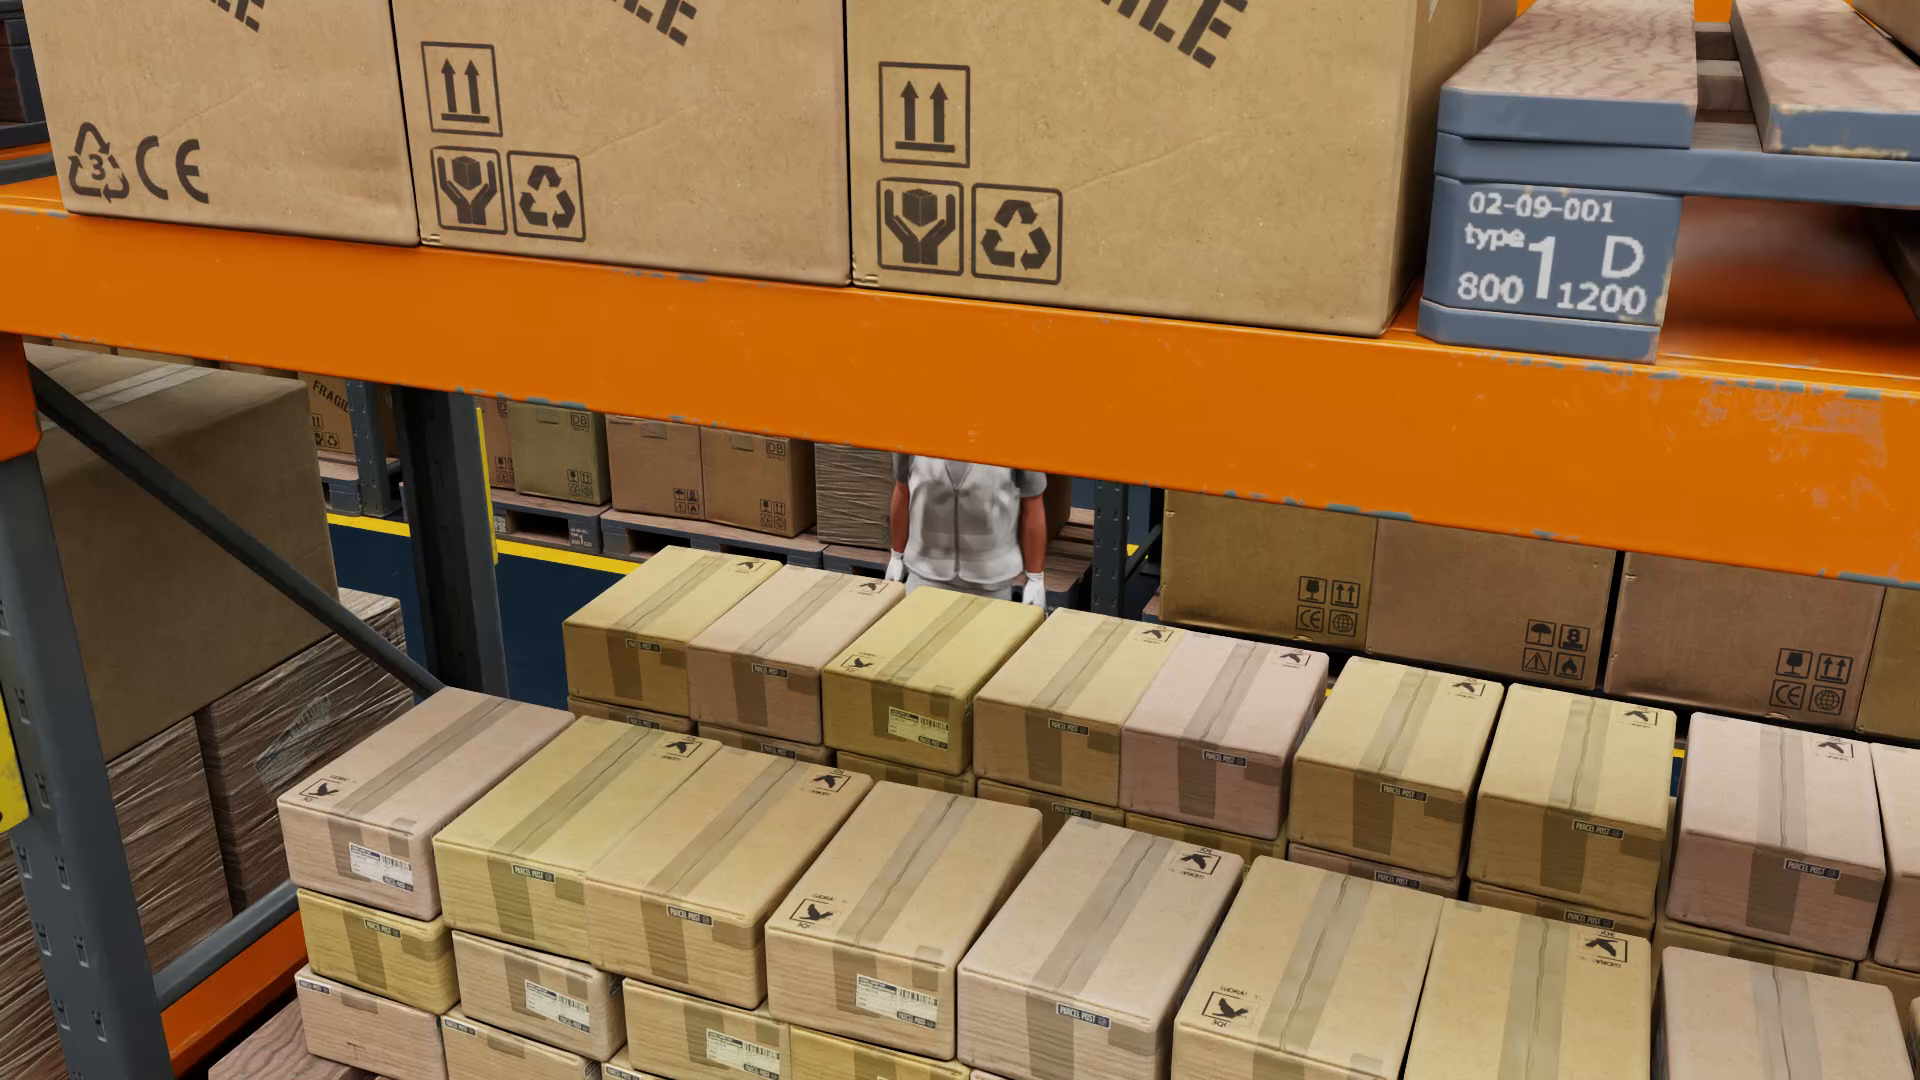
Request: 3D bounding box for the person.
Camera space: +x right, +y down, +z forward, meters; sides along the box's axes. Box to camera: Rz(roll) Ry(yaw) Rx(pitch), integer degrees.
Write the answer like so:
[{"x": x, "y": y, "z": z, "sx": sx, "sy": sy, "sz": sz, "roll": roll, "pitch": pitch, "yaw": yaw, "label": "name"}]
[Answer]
[{"x": 0.010, "y": 0.137, "z": 5.691, "sx": 0.570, "sy": 1.788, "sz": 0.450, "roll": 2, "pitch": 22, "yaw": 6, "label": "person"}]
